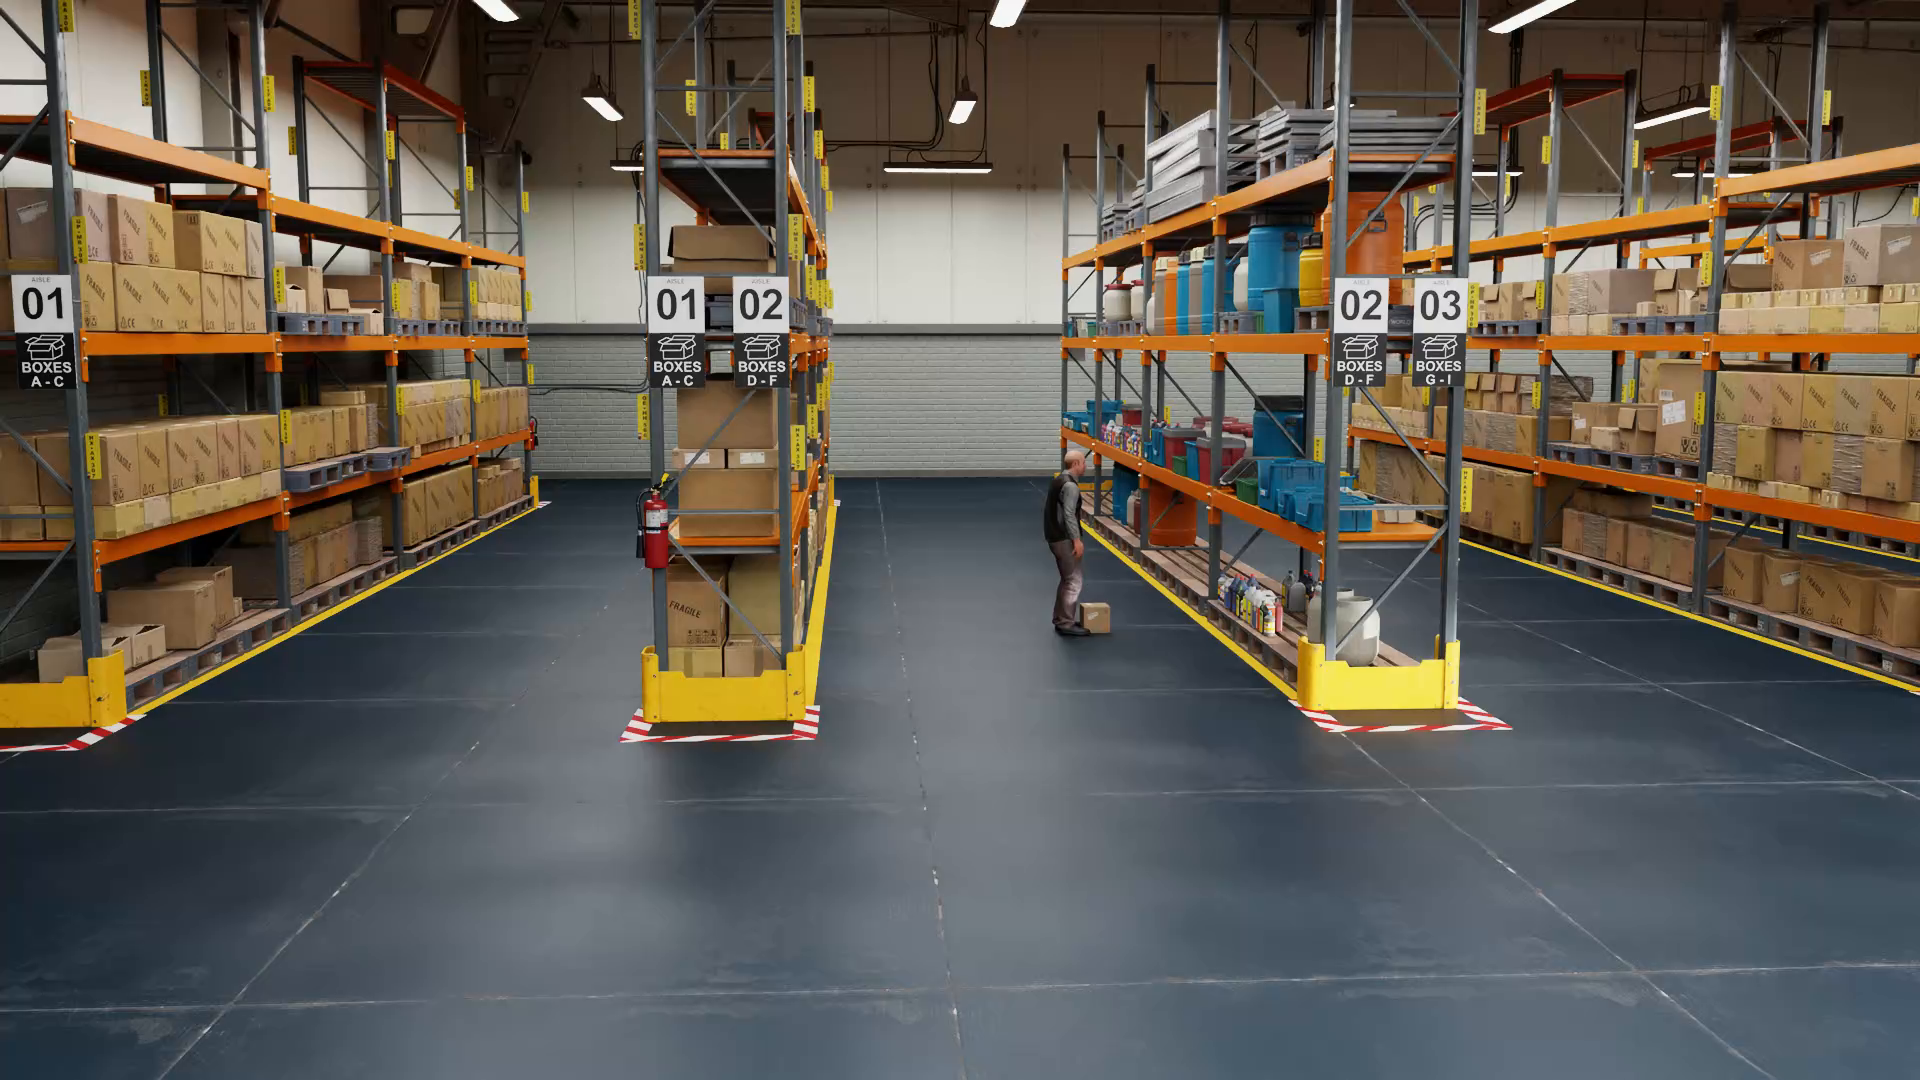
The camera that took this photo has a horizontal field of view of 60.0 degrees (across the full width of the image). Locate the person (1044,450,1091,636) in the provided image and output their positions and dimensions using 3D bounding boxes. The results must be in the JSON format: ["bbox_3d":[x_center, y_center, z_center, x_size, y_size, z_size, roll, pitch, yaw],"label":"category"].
[{"bbox_3d":[1.005,0.013,15.725,0.417,1.722,0.591,-1,7,-6],"label":"person"}]
